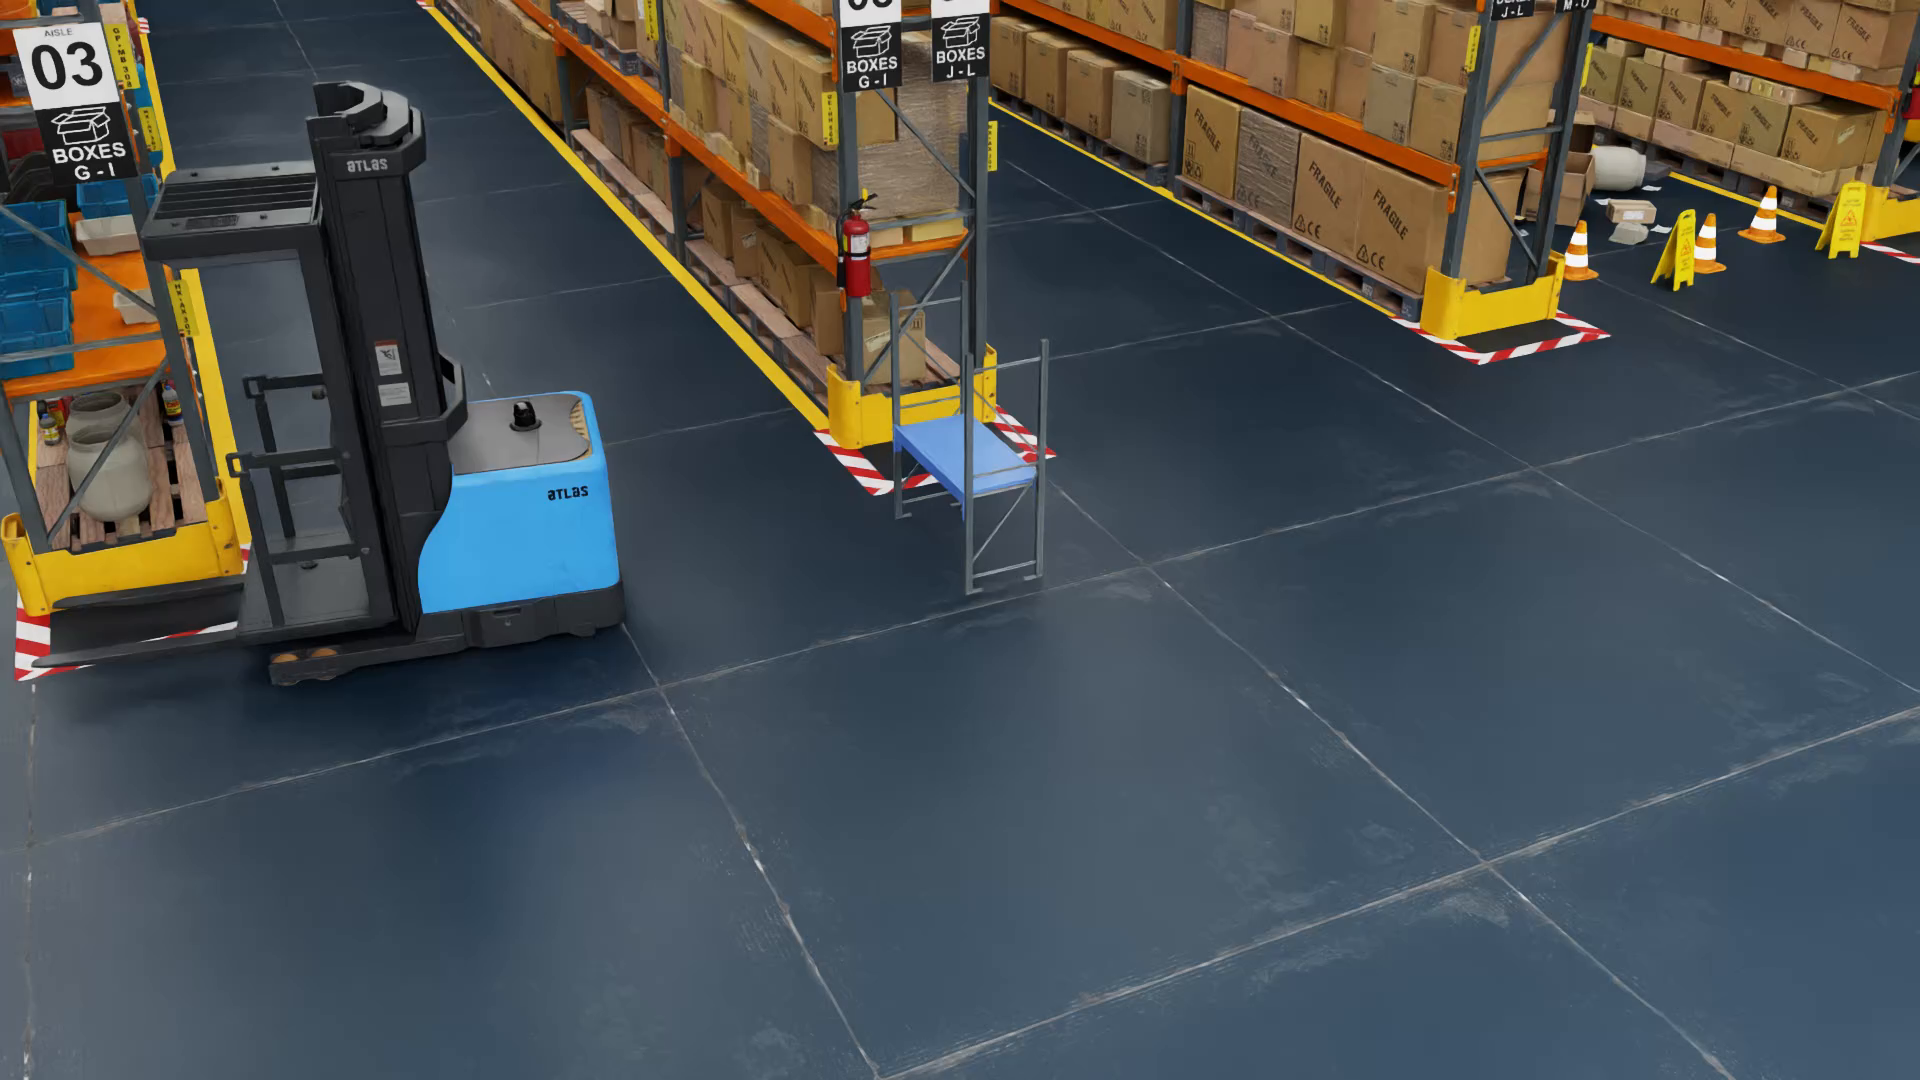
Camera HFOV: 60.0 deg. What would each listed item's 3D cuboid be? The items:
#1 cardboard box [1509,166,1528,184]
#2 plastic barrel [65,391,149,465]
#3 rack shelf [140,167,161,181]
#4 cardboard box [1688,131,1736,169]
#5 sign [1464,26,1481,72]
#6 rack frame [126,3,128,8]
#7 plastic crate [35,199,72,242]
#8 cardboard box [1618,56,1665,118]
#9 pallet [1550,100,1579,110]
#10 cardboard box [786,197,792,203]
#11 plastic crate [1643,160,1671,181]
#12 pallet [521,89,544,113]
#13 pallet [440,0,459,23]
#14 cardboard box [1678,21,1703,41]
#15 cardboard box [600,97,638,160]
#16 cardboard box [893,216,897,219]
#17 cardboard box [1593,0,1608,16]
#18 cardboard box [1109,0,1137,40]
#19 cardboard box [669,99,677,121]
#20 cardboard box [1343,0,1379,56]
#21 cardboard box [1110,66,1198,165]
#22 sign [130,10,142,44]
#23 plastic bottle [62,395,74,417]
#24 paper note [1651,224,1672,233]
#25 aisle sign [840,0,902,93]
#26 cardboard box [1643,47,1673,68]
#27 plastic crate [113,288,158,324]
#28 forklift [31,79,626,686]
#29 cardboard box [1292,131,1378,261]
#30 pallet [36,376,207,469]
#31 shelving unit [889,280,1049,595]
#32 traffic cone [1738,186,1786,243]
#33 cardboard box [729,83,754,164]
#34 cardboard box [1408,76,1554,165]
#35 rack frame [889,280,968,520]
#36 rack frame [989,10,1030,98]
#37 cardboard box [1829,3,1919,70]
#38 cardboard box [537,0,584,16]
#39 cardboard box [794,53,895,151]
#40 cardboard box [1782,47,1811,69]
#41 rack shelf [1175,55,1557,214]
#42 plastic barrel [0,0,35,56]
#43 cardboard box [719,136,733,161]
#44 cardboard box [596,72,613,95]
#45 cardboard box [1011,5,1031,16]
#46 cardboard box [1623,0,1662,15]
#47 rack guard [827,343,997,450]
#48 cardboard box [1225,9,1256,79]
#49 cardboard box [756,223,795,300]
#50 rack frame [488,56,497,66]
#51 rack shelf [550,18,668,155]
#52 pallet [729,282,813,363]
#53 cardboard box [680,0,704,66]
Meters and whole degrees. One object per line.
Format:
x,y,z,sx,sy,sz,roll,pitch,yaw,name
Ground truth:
5.207,-3.784,16.317,0.797,0.637,0.503,-13,32,-22,cardboard box
-5.334,-0.631,10.396,0.421,0.512,0.421,0,29,0,plastic barrel
-7.343,-3.374,13.908,1.077,0.370,4.000,-13,32,-22,rack shelf
7.622,-3.903,16.498,0.500,0.250,0.500,-14,32,-24,cardboard box
3.733,-3.574,12.104,0.100,0.325,0.005,-13,32,-22,sign
-11.636,-8.105,21.610,1.000,3.000,0.127,-13,32,-22,rack frame
-6.156,-2.053,11.033,0.450,0.188,0.662,-13,32,-22,plastic crate
7.189,-4.684,17.125,0.500,0.500,0.500,-12,31,-20,cardboard box
6.604,-5.052,19.017,1.003,0.211,1.213,-13,32,-22,pallet
-1.026,-2.493,11.859,0.380,0.149,0.250,-13,32,-22,cardboard box
6.873,-3.786,16.892,0.583,0.080,0.402,26,38,38,plastic crate
-4.518,-5.297,19.453,1.003,0.211,1.213,-13,32,-22,pallet
-6.749,-7.592,23.546,1.003,0.211,1.213,-13,32,-22,pallet
7.326,-5.042,16.404,0.380,0.149,0.250,-13,32,-22,cardboard box
-3.173,-4.178,16.713,0.700,0.500,0.500,-16,33,-26,cardboard box
-0.291,-2.258,11.439,0.380,0.149,0.250,-13,32,-22,cardboard box
6.785,-5.609,17.415,0.380,0.149,0.250,-13,32,-22,cardboard box
1.830,-5.282,16.473,0.500,0.500,0.500,-13,32,-23,cardboard box
-2.190,-3.576,13.790,0.380,0.149,0.250,-13,32,-22,cardboard box
3.668,-4.282,13.534,0.875,0.550,0.550,-13,32,-22,cardboard box
2.164,-4.298,16.691,1.050,0.750,0.750,-13,32,-22,cardboard box
-7.708,-4.761,15.479,0.100,0.325,0.005,-13,32,-22,sign
-5.939,-0.903,11.094,0.061,0.283,0.133,-13,32,-22,plastic bottle
6.453,-2.862,15.296,0.142,0.019,0.148,26,38,38,paper note
-0.538,-3.120,10.063,0.394,0.787,0.004,-13,32,-22,aisle sign
7.171,-4.907,16.859,0.380,0.149,0.250,-12,31,-20,cardboard box
-4.861,-1.385,9.895,0.298,0.136,0.250,-13,32,-22,plastic crate
-3.445,-0.791,8.636,3.031,2.935,1.130,-8,30,-14,forklift
3.499,-3.004,14.256,0.875,0.875,0.875,-14,32,-23,cardboard box
-5.706,-0.743,11.331,1.003,0.211,1.213,-13,32,-22,pallet
0.037,-0.616,9.789,0.538,1.500,1.048,-13,32,-22,shelving unit
7.307,-2.970,15.047,0.336,0.463,0.334,-13,32,-22,traffic cone
-1.208,-3.148,12.364,0.875,0.500,0.500,-13,32,-22,cardboard box
4.029,-3.294,12.876,0.875,0.550,0.550,-13,32,-22,cardboard box
-0.182,-0.841,10.189,0.500,1.500,0.032,-13,32,-22,rack frame
0.795,-6.608,18.940,1.000,3.000,0.127,-13,32,-22,rack frame
8.175,-4.513,14.798,0.500,0.500,0.500,-14,32,-23,cardboard box
-4.164,-5.820,17.434,0.500,0.500,0.500,-12,31,-20,cardboard box
-0.753,-2.877,10.859,0.500,0.500,0.500,-13,32,-22,cardboard box
7.865,-4.482,15.406,0.380,0.149,0.250,-13,32,-21,cardboard box
3.371,-3.643,14.389,1.077,0.370,4.000,-13,32,-22,rack shelf
-5.090,-2.904,8.399,0.600,0.830,0.708,-13,32,-22,plastic barrel
-1.631,-3.029,12.815,0.380,0.149,0.250,-13,32,-22,cardboard box
-3.413,-4.750,16.966,0.500,0.250,0.500,-12,31,-20,cardboard box
0.718,-6.383,19.899,0.500,0.250,0.500,-15,32,-24,cardboard box
7.113,-5.628,16.787,0.500,0.500,0.500,-13,32,-22,cardboard box
-0.326,-1.020,11.531,1.175,0.500,0.348,-13,32,-22,rack guard
2.938,-4.507,15.041,0.875,0.550,0.550,-13,32,-22,cardboard box
-1.285,-2.243,13.282,0.500,0.500,0.500,-16,33,-26,cardboard box
-5.445,-7.378,20.313,1.000,3.000,0.127,-13,32,-22,rack frame
-2.869,-4.414,15.762,1.077,0.370,4.000,-13,32,-22,rack shelf
-1.163,-1.799,13.215,1.003,0.211,1.213,-13,32,-22,pallet
-1.831,-3.981,12.826,0.500,0.500,0.500,-13,32,-22,cardboard box
